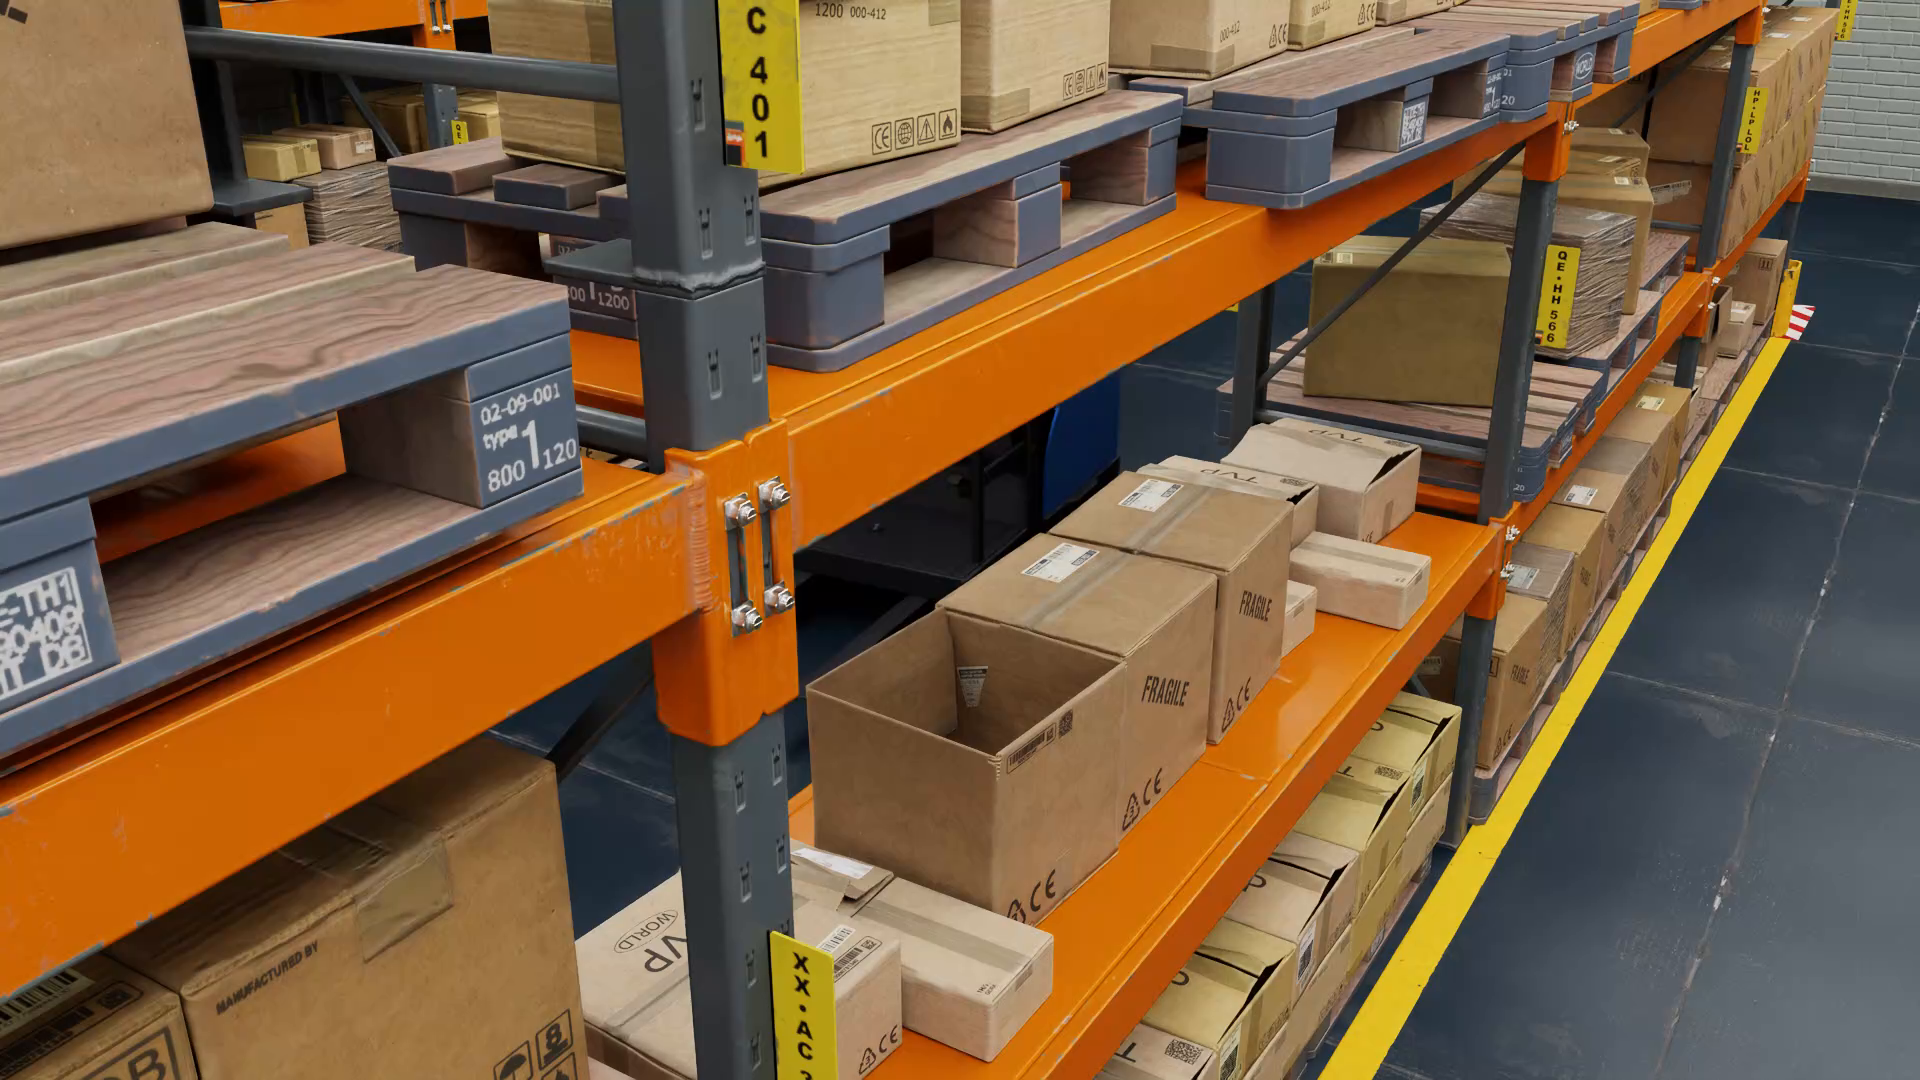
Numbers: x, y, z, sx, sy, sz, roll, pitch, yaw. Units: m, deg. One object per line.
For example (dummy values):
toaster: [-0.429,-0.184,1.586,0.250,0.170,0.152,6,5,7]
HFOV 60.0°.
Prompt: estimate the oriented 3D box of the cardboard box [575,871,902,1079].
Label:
cardboard box: [-0.456,0.885,3.118,0.500,0.250,0.500,16,28,32]

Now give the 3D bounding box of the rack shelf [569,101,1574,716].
rack shelf: [0.376,-0.730,3.790,1.077,0.370,4.000,14,27,29]

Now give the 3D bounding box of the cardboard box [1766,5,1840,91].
cardboard box: [5.650,-3.355,11.340,0.500,0.500,0.500,14,27,29]

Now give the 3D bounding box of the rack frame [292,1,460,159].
rack frame: [-2.779,-1.395,8.197,1.000,3.000,0.127,14,27,29]

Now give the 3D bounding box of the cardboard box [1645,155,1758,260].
cardboard box: [4.041,-1.869,9.166,0.500,0.500,0.500,15,27,30]

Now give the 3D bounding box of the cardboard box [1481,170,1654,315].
cardboard box: [2.662,-1.338,7.410,0.700,0.500,0.500,7,24,16]

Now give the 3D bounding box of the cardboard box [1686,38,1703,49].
cardboard box: [4.122,-2.782,10.015,0.500,0.500,0.500,14,27,29]

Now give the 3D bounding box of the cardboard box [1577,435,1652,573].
cardboard box: [2.992,-0.202,8.034,0.500,0.500,0.500,14,27,30]

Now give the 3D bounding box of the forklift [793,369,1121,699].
forklift: [-0.243,-1.099,7.599,1.130,2.935,3.031,11,26,24]

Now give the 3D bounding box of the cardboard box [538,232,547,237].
cardboard box: [-2.306,-1.697,8.369,0.500,0.500,0.500,15,27,30]

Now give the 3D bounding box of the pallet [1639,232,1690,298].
pallet: [3.027,-1.373,8.388,1.003,0.211,1.213,14,27,29]

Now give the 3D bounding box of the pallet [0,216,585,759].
pallet: [-1.107,-0.051,1.428,1.003,0.211,1.213,14,27,29]

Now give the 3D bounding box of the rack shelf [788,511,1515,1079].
rack shelf: [0.376,0.647,4.386,1.077,0.370,4.000,14,27,29]

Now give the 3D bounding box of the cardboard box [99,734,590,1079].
cardboard box: [-0.907,0.502,2.057,0.700,0.500,0.500,14,27,29]

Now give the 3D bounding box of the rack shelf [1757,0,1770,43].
rack shelf: [4.596,-3.430,10.027,1.077,0.370,4.000,14,27,29]

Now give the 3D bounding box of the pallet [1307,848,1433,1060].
pallet: [0.964,1.191,5.733,1.003,0.211,1.213,14,27,29]

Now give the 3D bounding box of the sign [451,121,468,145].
sign: [-2.313,-1.780,7.727,0.100,0.325,0.005,14,27,29]

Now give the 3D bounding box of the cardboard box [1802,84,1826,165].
cardboard box: [5.646,-2.896,11.538,0.500,0.500,0.500,15,27,31]

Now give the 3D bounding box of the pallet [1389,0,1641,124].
pallet: [1.149,-1.400,4.671,1.213,0.211,1.003,15,28,31]

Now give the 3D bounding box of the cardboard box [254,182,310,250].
cardboard box: [-3.290,-1.288,7.270,0.700,0.500,0.500,11,26,24]

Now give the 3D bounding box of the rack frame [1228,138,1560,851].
rack frame: [1.431,-0.358,5.802,1.000,3.000,0.127,14,27,29]

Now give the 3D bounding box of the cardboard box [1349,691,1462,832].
cardboard box: [1.364,0.682,5.626,0.500,0.311,0.500,15,27,30]

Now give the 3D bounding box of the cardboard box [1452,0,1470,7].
cardboard box: [1.240,-1.694,4.771,0.500,0.250,0.500,12,26,25]

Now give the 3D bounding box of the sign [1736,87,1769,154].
sign: [4.015,-2.125,8.425,0.100,0.325,0.005,14,27,29]

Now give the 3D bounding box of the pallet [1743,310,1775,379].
pallet: [5.191,-1.484,11.912,1.003,0.211,1.213,14,27,29]

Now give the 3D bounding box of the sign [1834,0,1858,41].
sign: [6.112,-3.612,11.462,0.100,0.325,0.005,14,27,29]

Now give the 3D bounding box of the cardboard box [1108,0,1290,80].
cardboard box: [0.382,-1.141,3.495,0.500,0.250,0.500,11,26,25]

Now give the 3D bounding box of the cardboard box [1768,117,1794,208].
cardboard box: [4.842,-2.383,10.353,0.500,0.500,0.500,13,27,28]

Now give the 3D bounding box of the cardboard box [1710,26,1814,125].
cardboard box: [4.844,-2.835,10.139,0.500,0.500,0.500,15,27,31]

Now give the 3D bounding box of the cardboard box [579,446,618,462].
cardboard box: [-2.280,-0.822,9.050,0.750,0.750,0.750,13,27,28]

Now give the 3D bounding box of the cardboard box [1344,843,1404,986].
cardboard box: [1.092,1.114,5.333,0.500,0.250,0.500,14,27,28]

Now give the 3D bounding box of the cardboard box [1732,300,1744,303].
cardboard box: [5.284,-1.607,11.699,0.380,0.166,0.250,14,27,29]

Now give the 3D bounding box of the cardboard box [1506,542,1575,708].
cardboard box: [2.185,0.315,6.839,0.500,0.500,0.500,13,27,27]

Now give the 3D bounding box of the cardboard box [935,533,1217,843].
cardboard box: [0.282,0.343,4.056,0.500,0.500,0.500,14,27,29]

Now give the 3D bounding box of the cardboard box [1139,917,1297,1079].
cardboard box: [0.561,1.197,4.436,0.500,0.311,0.500,15,27,30]

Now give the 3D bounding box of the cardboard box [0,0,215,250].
cardboard box: [-1.168,-0.573,1.691,0.500,0.500,0.500,16,28,33]

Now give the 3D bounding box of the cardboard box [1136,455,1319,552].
cardboard box: [0.795,-0.056,5.216,0.500,0.311,0.500,14,27,28]

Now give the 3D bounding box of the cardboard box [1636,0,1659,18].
cardboard box: [2.176,-2.283,6.346,0.910,0.500,0.500,14,27,29]

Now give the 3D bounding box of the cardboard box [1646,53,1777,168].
cardboard box: [4.029,-2.313,8.933,0.500,0.500,0.500,15,27,30]

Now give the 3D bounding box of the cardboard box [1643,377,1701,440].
cardboard box: [3.946,-0.773,9.590,0.500,0.311,0.500,14,27,29]

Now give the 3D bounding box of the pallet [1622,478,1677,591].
pallet: [3.144,-0.146,8.822,1.003,0.211,1.213,14,27,29]
